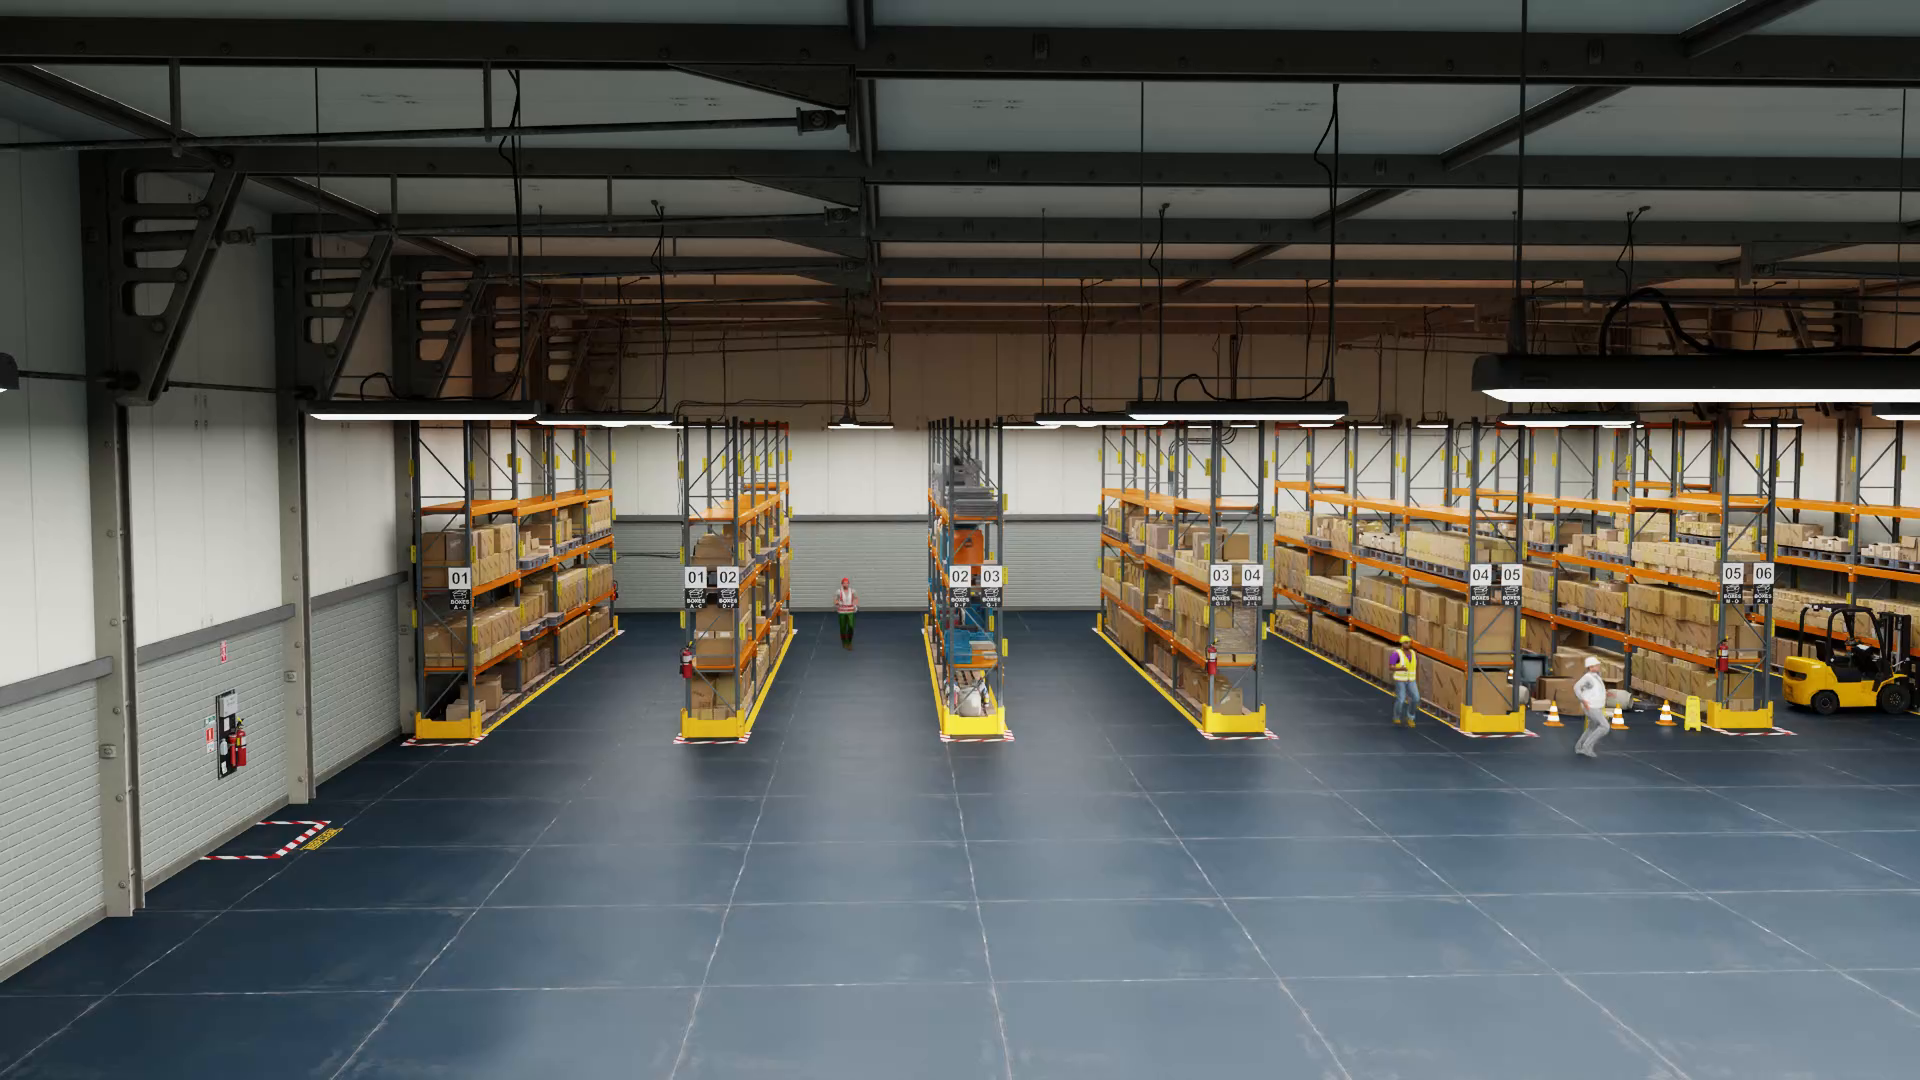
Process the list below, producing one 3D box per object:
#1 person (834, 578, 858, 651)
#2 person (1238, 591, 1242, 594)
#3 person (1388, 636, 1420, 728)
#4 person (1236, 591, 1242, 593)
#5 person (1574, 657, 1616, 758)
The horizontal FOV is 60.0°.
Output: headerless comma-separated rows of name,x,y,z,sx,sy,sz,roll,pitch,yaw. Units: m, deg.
person,-2.818,1.859,41.443,0.638,1.836,0.645,-1,4,-11
person,8.223,1.679,48.881,0.997,1.692,0.864,0,4,-2
person,8.627,2.755,32.169,0.693,1.812,0.659,-1,4,-12
person,7.661,1.776,47.403,0.744,1.749,0.607,3,5,40
person,11.139,2.936,29.172,0.686,1.758,0.639,3,5,37
